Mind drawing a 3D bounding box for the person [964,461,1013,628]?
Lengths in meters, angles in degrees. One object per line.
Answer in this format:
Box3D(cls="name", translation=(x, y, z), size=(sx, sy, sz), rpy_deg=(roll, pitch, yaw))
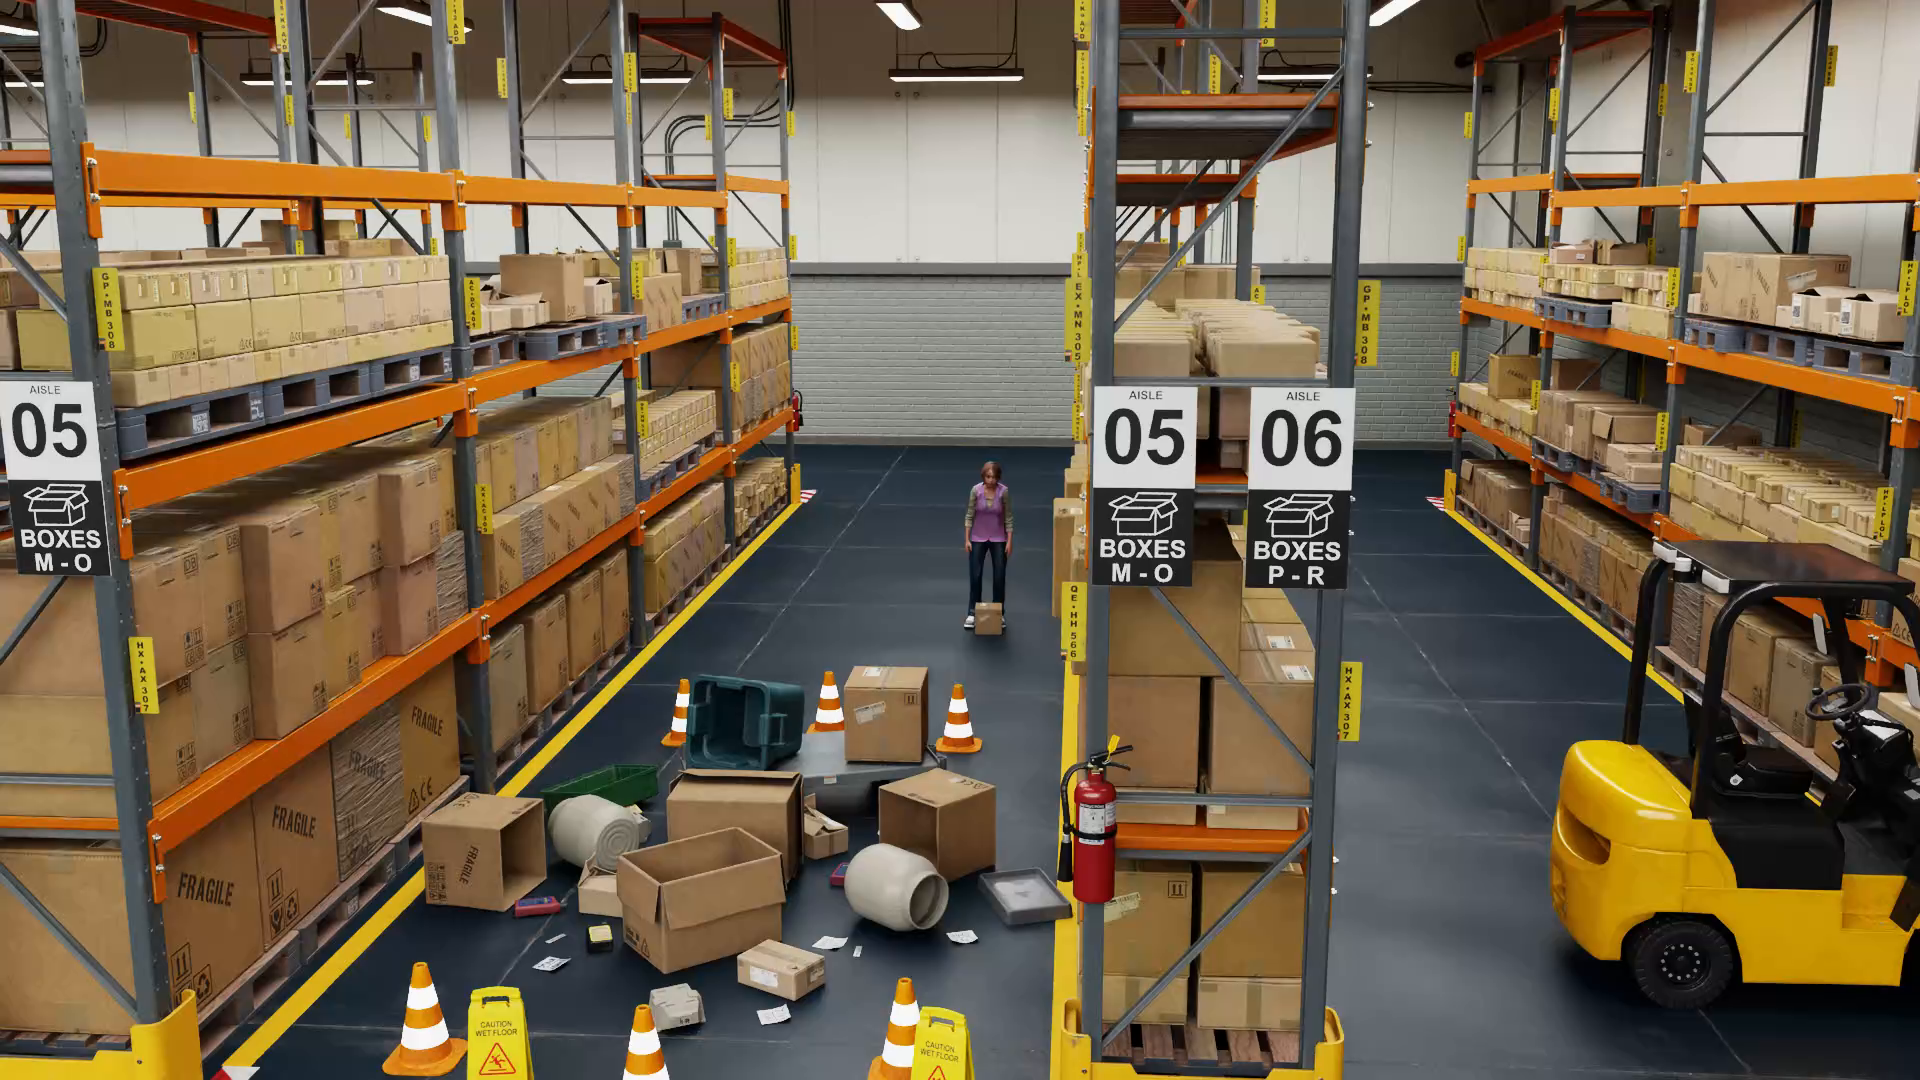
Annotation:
Box3D(cls="person", translation=(0.274, 0.037, 15.775), size=(0.462, 1.591, 0.343), rpy_deg=(0, 11, 2))
